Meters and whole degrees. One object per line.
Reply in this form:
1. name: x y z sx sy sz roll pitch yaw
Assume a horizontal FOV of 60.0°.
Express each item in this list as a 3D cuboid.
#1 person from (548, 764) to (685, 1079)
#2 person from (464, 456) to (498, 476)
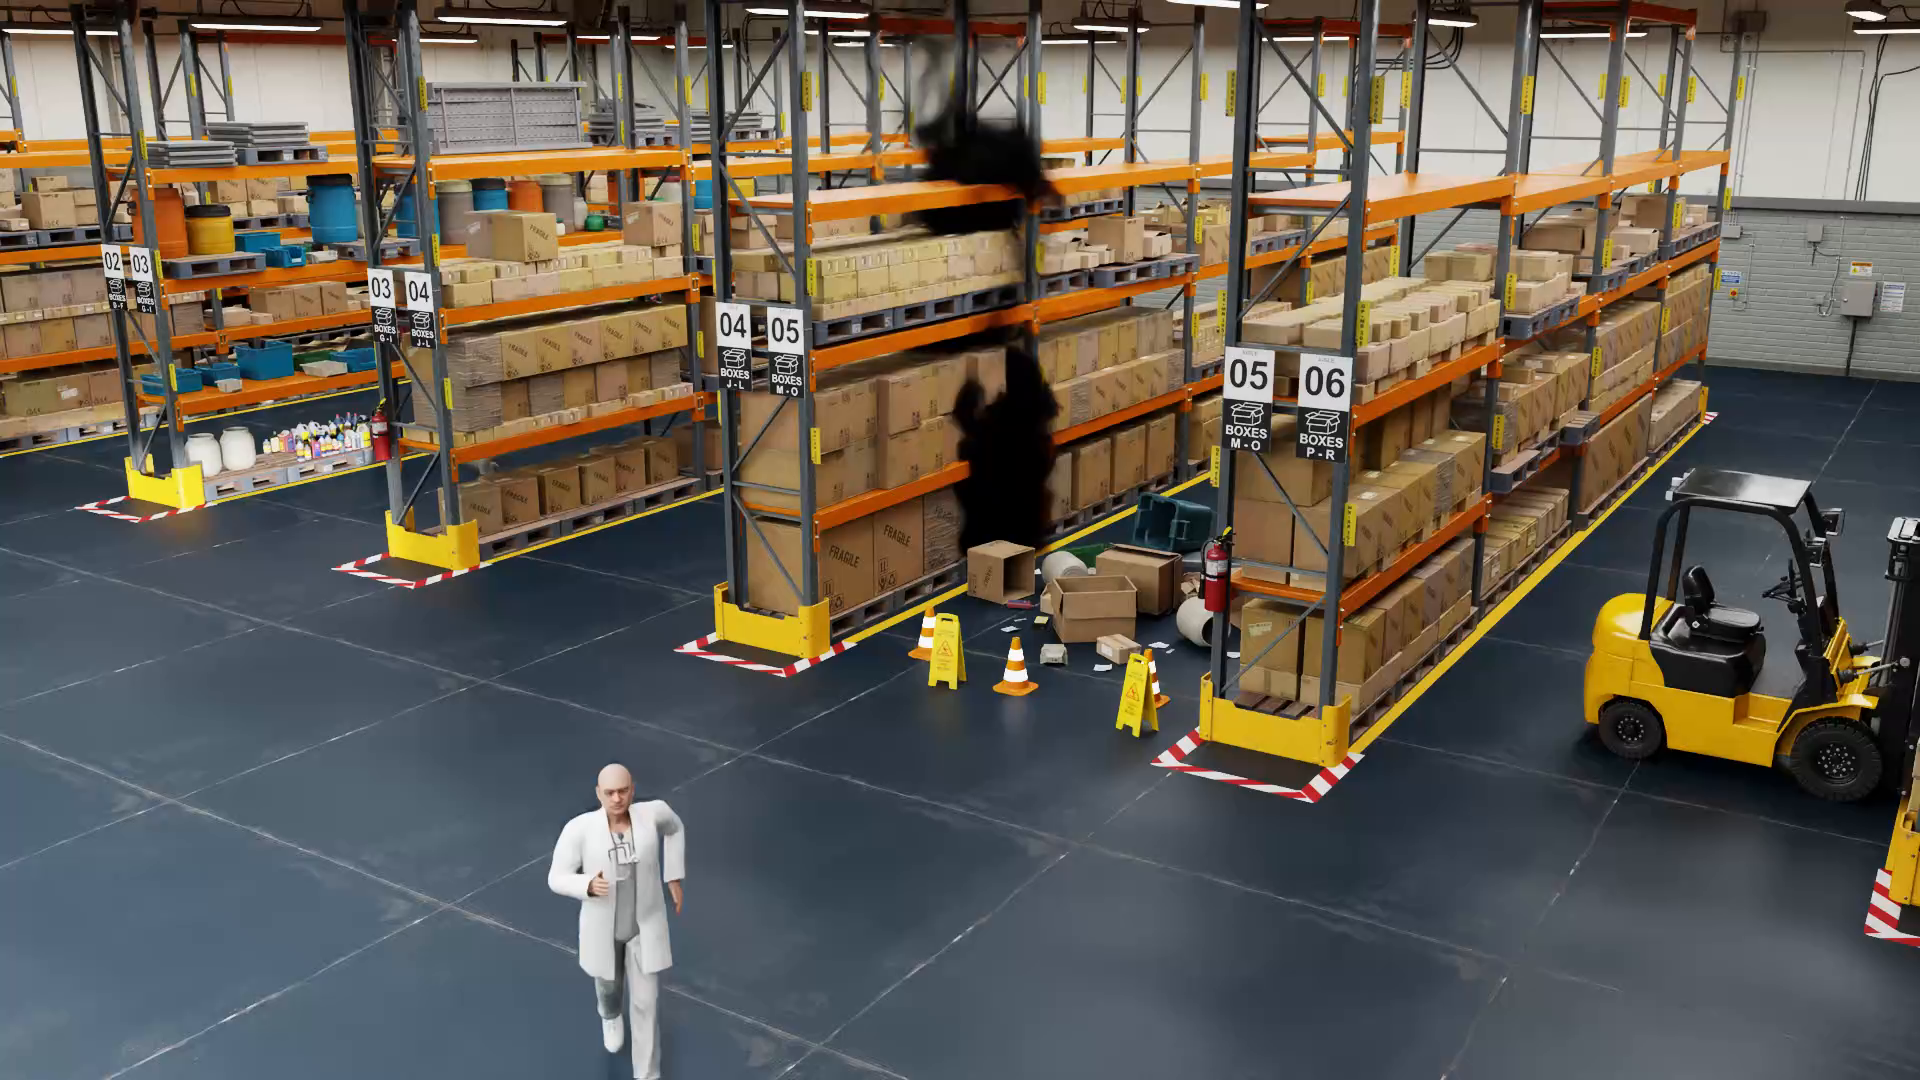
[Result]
1. person: -1.746 1.984 8.596 0.710 1.766 1.047 -4 16 -14
2. person: -6.019 -1.365 21.122 0.624 1.618 0.565 8 17 26
